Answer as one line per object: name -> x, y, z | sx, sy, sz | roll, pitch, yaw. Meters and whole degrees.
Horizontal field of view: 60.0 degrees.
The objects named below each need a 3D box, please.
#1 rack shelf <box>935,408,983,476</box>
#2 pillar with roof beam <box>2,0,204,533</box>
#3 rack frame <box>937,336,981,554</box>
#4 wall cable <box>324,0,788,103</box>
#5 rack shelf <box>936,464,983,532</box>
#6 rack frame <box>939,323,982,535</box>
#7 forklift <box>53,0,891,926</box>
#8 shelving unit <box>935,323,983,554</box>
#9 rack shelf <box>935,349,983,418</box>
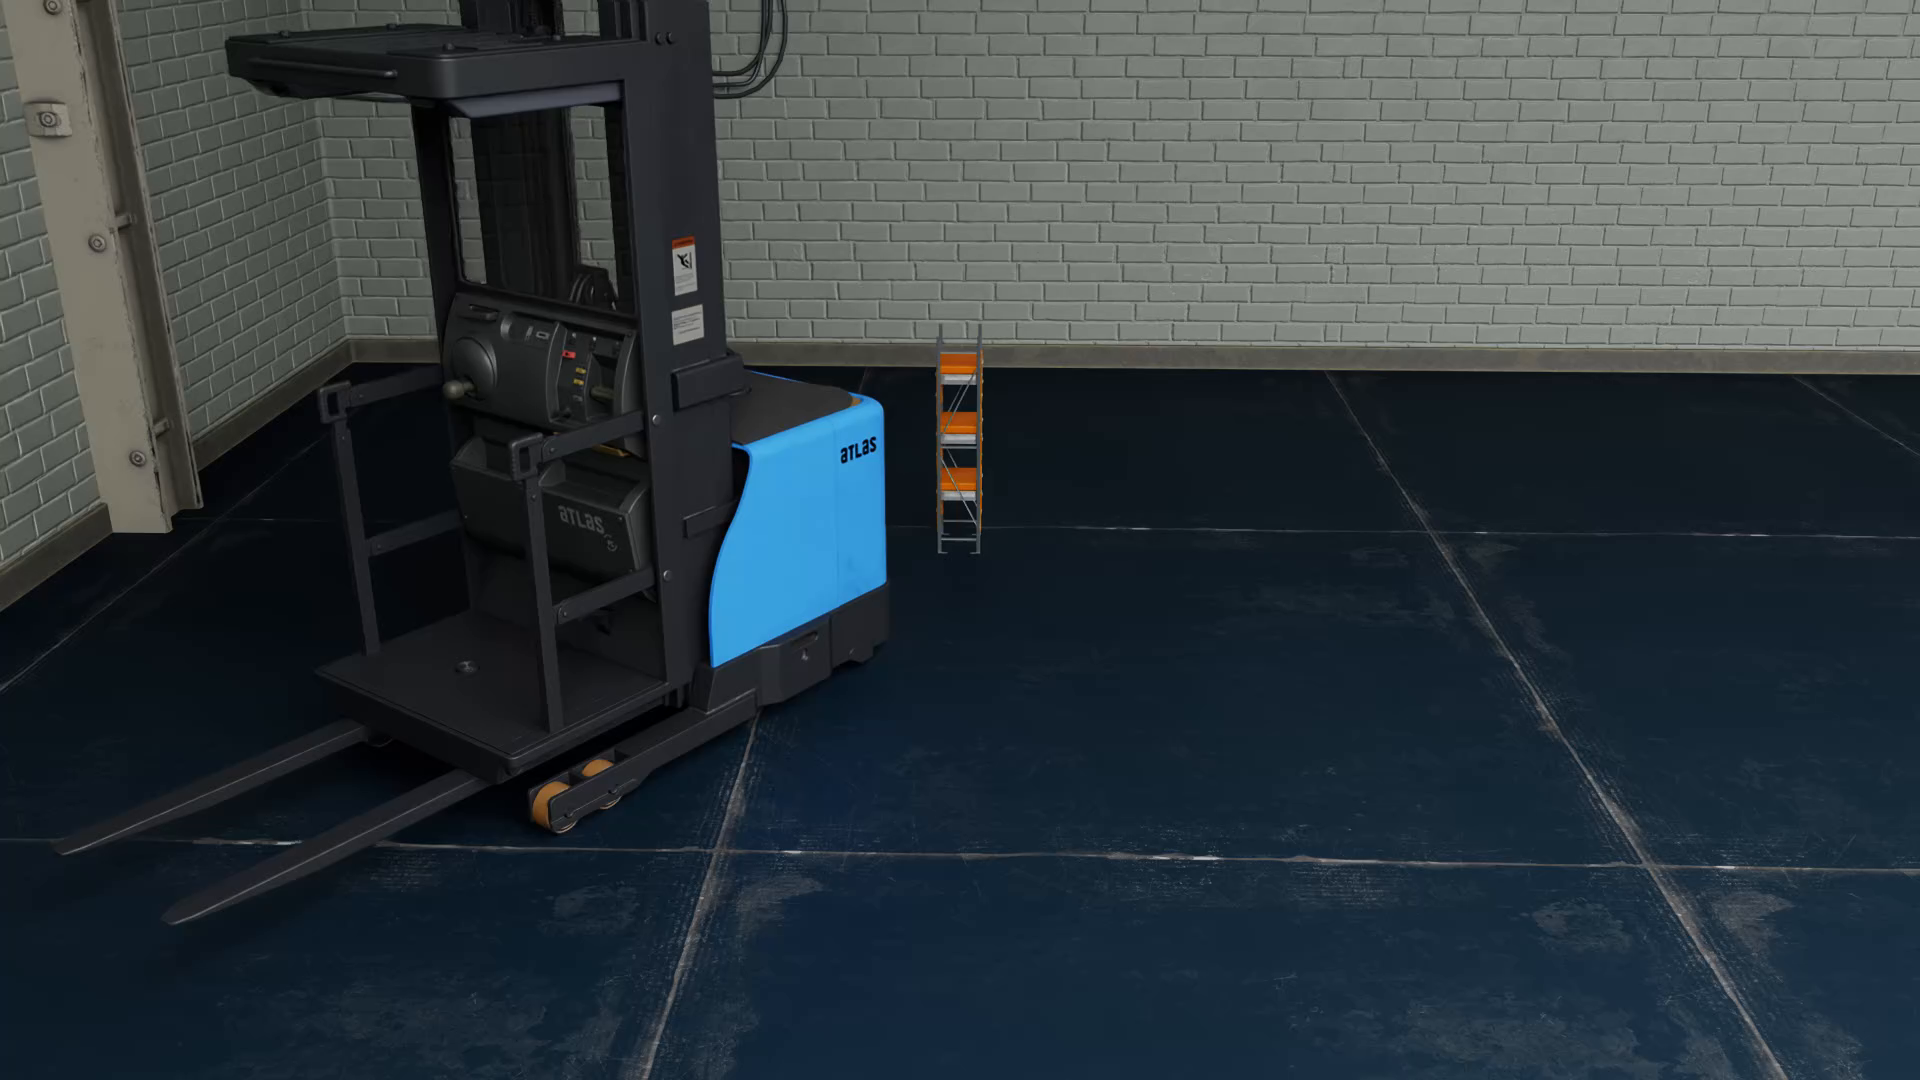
rack shelf -> -0.002, -0.460, 7.793 | 0.215, 0.259, 0.240 | 1, 21, 2
pillar with roof beam -> 0.287, -4.256, 6.558 | 9.100, 9.000, 0.400 | 1, 21, 2
rack frame -> -0.005, -0.426, 7.675 | 0.200, 1.050, 0.008 | 1, 21, 2
wall cable -> -2.605, -3.906, 9.949 | 3.097, 2.526, 0.112 | 1, 21, 2
rack shelf -> -0.002, -0.201, 7.894 | 0.215, 0.259, 0.240 | 1, 21, 2
rack frame -> 0.002, -0.514, 7.903 | 0.200, 1.050, 0.008 | 1, 21, 2
forklift -> -1.566, -0.594, 5.509 | 1.130, 2.935, 3.031 | 15, 26, 34
shelving unit -> -0.002, -0.470, 7.789 | 0.215, 1.050, 0.252 | 1, 21, 2
rack shelf -> -0.002, -0.725, 7.690 | 0.215, 0.259, 0.240 | 1, 21, 2
